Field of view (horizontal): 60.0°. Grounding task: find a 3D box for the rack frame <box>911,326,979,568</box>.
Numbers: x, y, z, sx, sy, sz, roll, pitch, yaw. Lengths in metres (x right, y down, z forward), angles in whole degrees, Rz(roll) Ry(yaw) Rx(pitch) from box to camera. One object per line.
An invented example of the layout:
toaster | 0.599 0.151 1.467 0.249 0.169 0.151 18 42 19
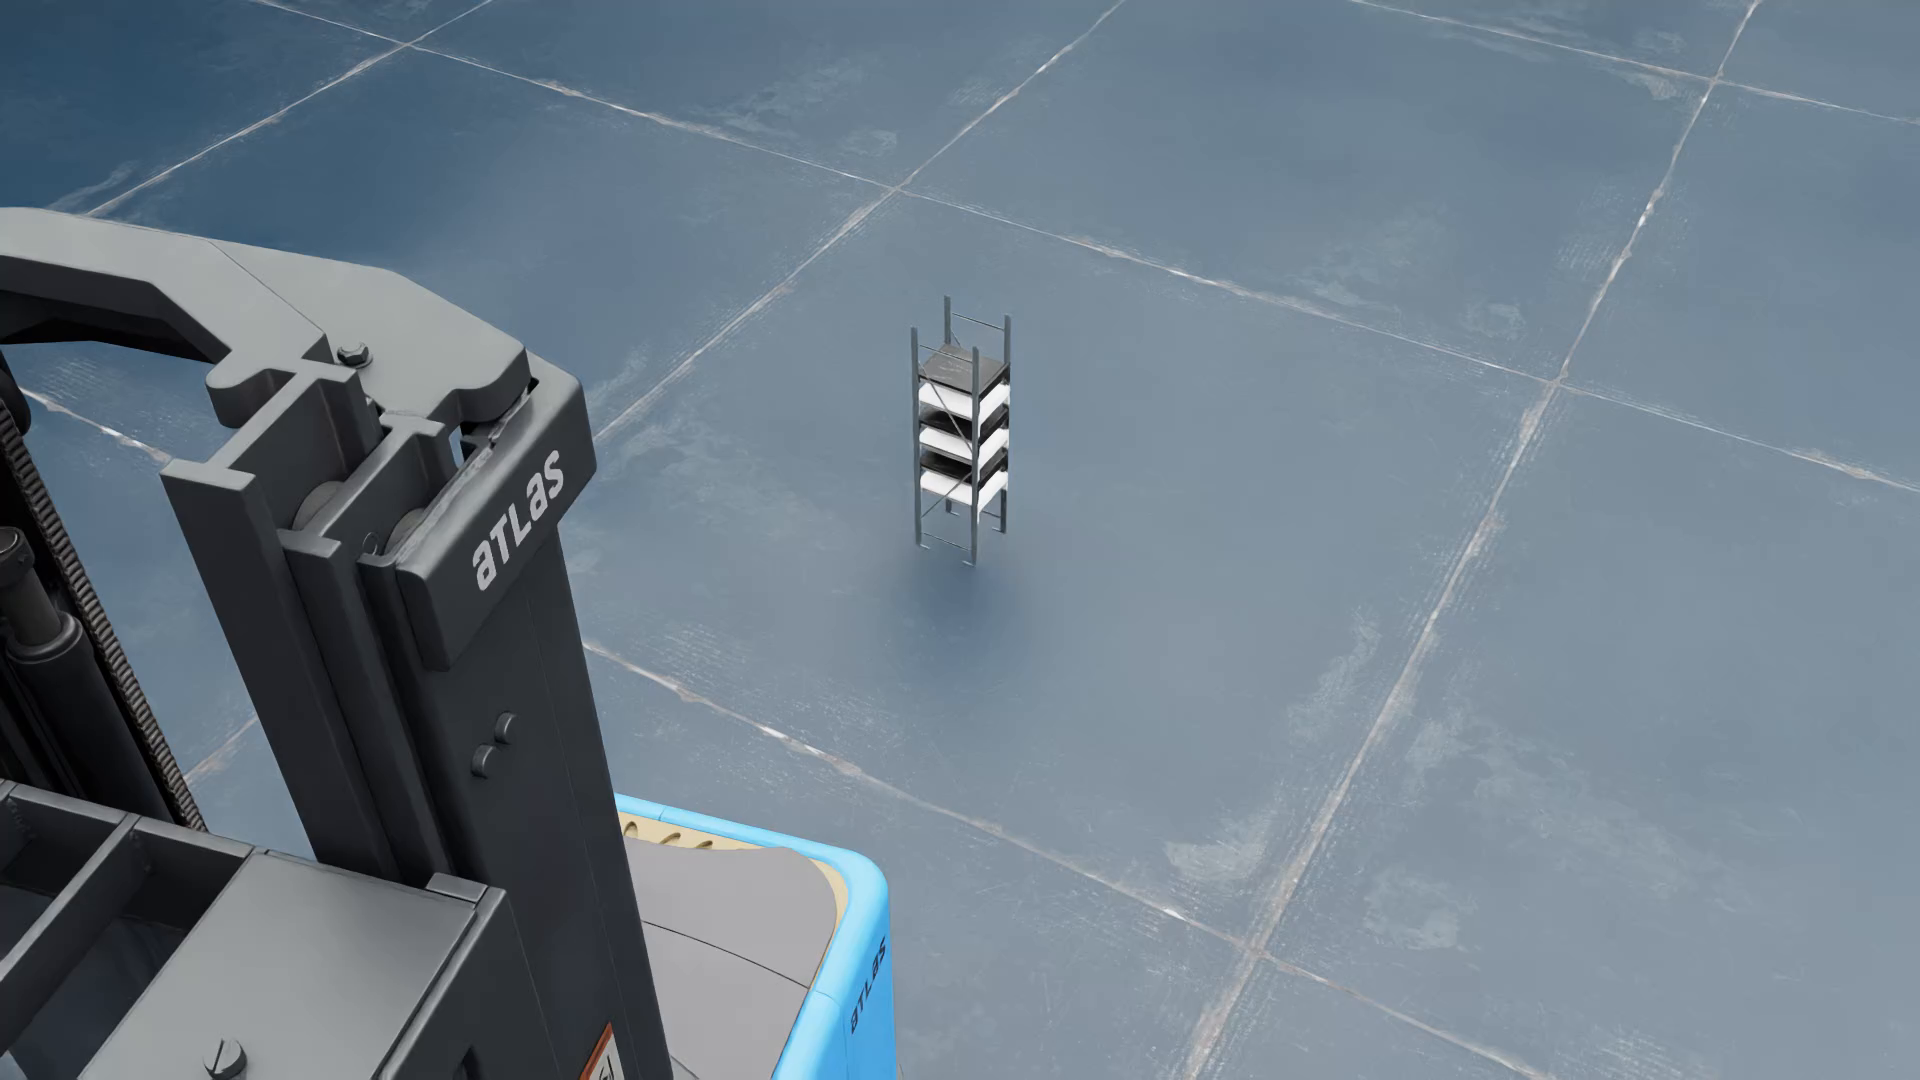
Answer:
rack frame | -0.047 -0.284 5.392 0.240 0.900 0.006 21 45 22

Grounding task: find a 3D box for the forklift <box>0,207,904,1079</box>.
forklift | -1.043 1.198 2.171 1.130 2.935 3.031 11 43 12

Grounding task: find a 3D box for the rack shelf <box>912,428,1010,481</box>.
rack shelf | 0.004 -0.317 5.480 0.258 0.077 0.200 21 45 22

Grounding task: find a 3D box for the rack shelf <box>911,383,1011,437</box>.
rack shelf | 0.004 -0.452 5.361 0.258 0.077 0.200 21 45 22

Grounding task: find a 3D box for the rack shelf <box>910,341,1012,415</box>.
rack shelf | 0.004 -0.520 5.301 0.258 0.077 0.200 21 45 22

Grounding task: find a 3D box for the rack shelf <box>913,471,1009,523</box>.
rack shelf | 0.004 -0.182 5.599 0.258 0.077 0.200 21 45 22

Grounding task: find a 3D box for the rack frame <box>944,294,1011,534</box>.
rack frame | 0.055 -0.401 5.524 0.240 0.900 0.006 21 45 22

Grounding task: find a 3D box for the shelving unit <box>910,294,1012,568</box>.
shelving unit | 0.004 -0.342 5.458 0.258 0.900 0.210 21 45 22

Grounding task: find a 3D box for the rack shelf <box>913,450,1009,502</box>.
rack shelf | 0.004 -0.250 5.539 0.258 0.077 0.200 21 45 22

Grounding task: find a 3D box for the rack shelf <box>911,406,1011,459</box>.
rack shelf | 0.004 -0.385 5.420 0.258 0.077 0.200 21 45 22
